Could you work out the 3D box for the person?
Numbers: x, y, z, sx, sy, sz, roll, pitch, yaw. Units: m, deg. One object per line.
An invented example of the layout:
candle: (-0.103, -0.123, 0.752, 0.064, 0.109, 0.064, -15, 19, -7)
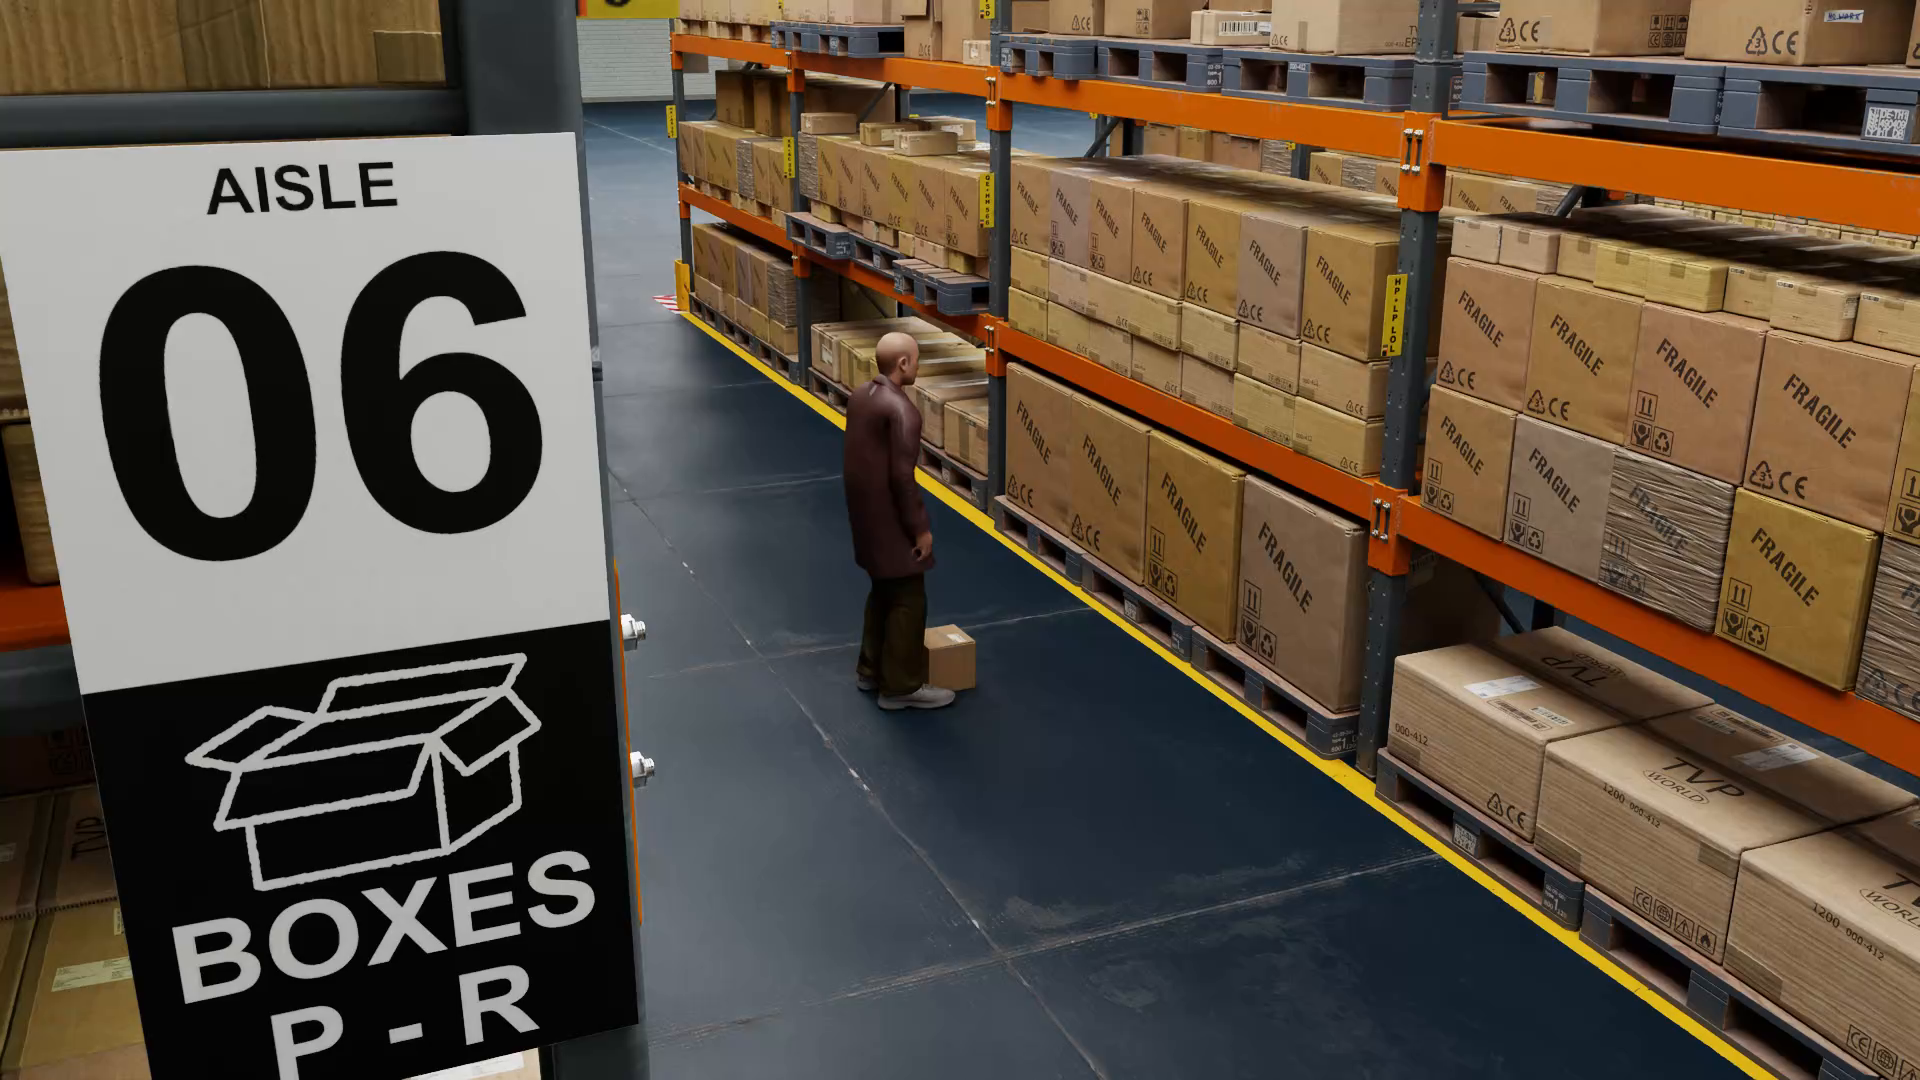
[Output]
person: (-0.324, -0.102, 7.890, 0.428, 1.773, 0.650, -9, 21, -25)
